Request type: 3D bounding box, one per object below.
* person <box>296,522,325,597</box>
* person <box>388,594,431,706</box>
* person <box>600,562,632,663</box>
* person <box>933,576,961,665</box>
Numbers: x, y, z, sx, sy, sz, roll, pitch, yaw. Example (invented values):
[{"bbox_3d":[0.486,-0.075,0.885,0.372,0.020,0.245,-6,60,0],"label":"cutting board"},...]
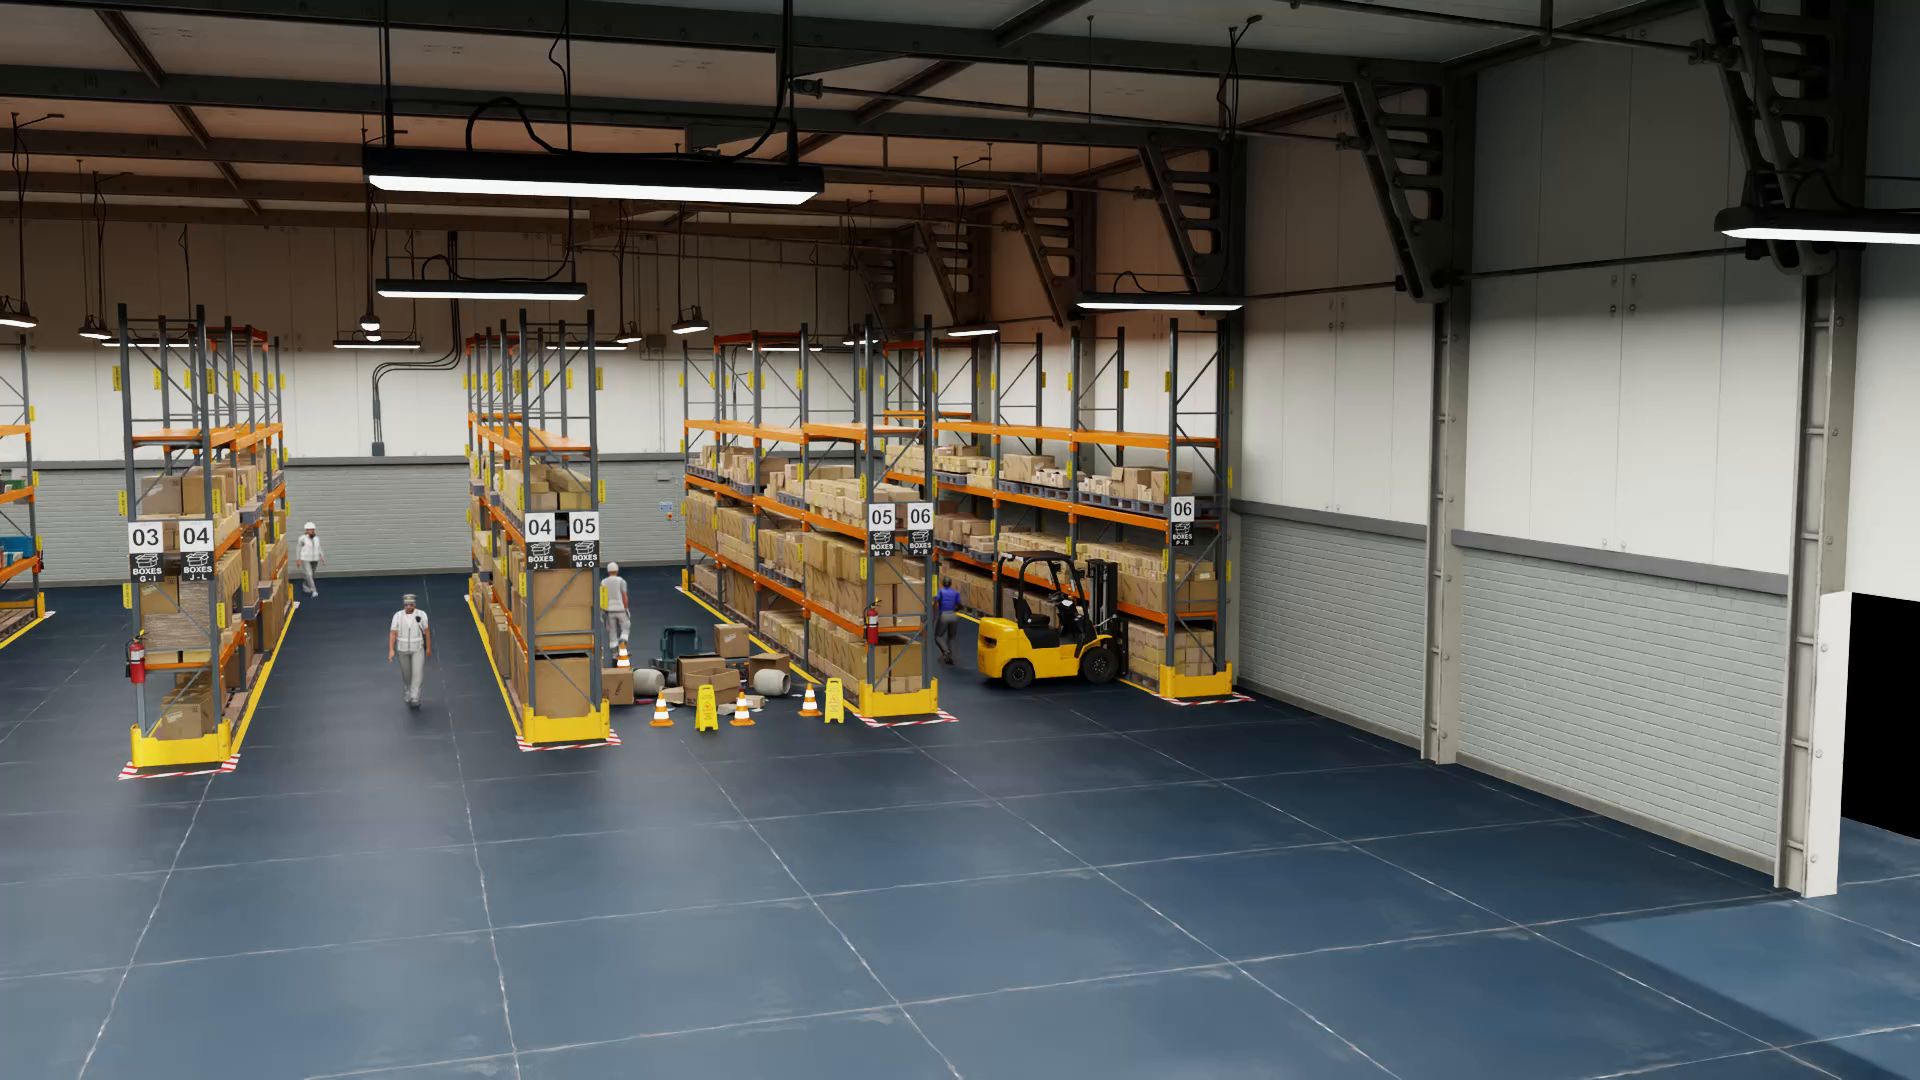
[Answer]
[{"bbox_3d":[-15.173,0.442,38.823,1.102,1.707,0.584,5,7,42],"label":"person"},{"bbox_3d":[-8.532,1.698,25.748,0.593,1.709,0.955,-1,6,-11],"label":"person"},{"bbox_3d":[-6.175,1.292,29.756,0.579,1.779,0.552,-1,5,-9],"label":"person"},{"bbox_3d":[-0.241,1.428,29.686,0.570,1.545,0.727,-2,6,-18],"label":"person"}]
